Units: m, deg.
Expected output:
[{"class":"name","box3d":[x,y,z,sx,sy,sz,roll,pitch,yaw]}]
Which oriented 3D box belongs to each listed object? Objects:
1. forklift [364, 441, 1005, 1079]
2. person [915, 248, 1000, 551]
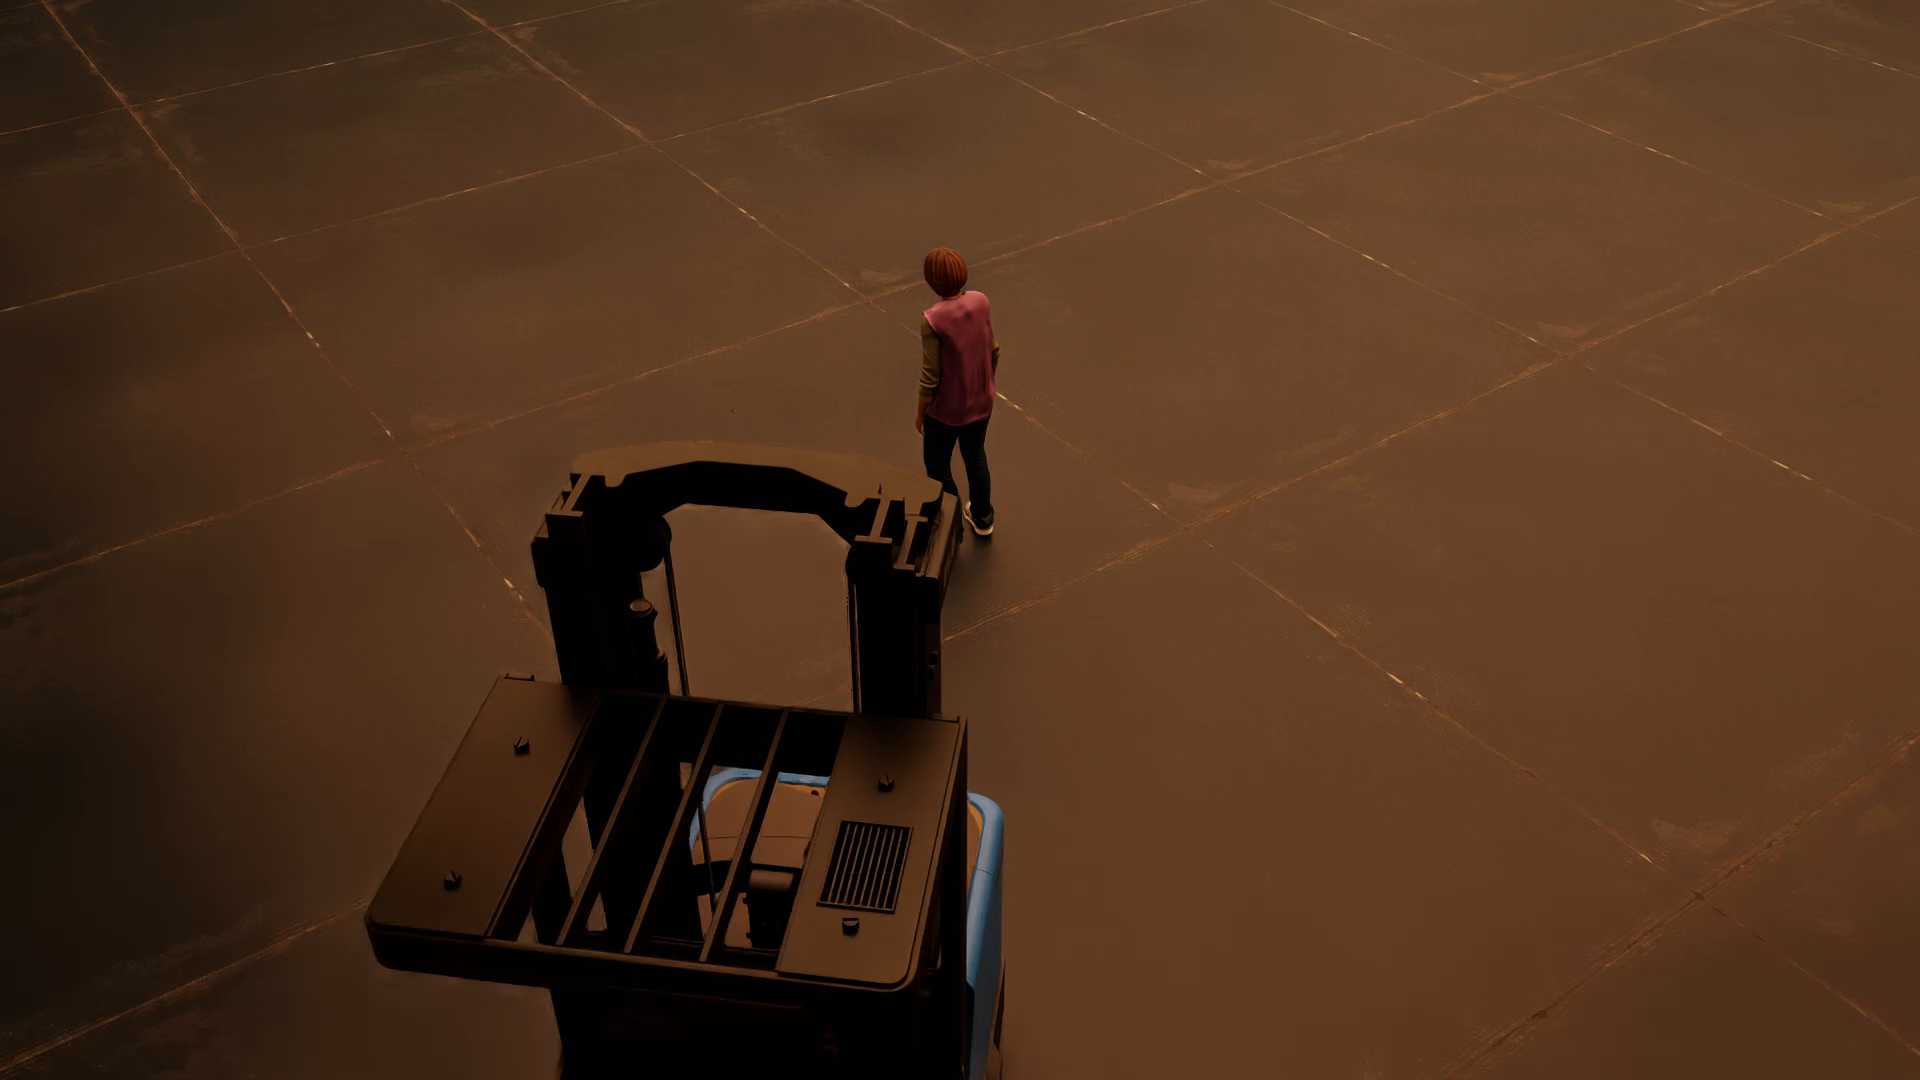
[{"class":"forklift","box3d":[-0.562,1.351,4.117,1.130,2.935,3.031,5,37,7]},{"class":"person","box3d":[-0.017,-0.647,7.948,0.467,1.591,0.344,-24,43,-29]}]
